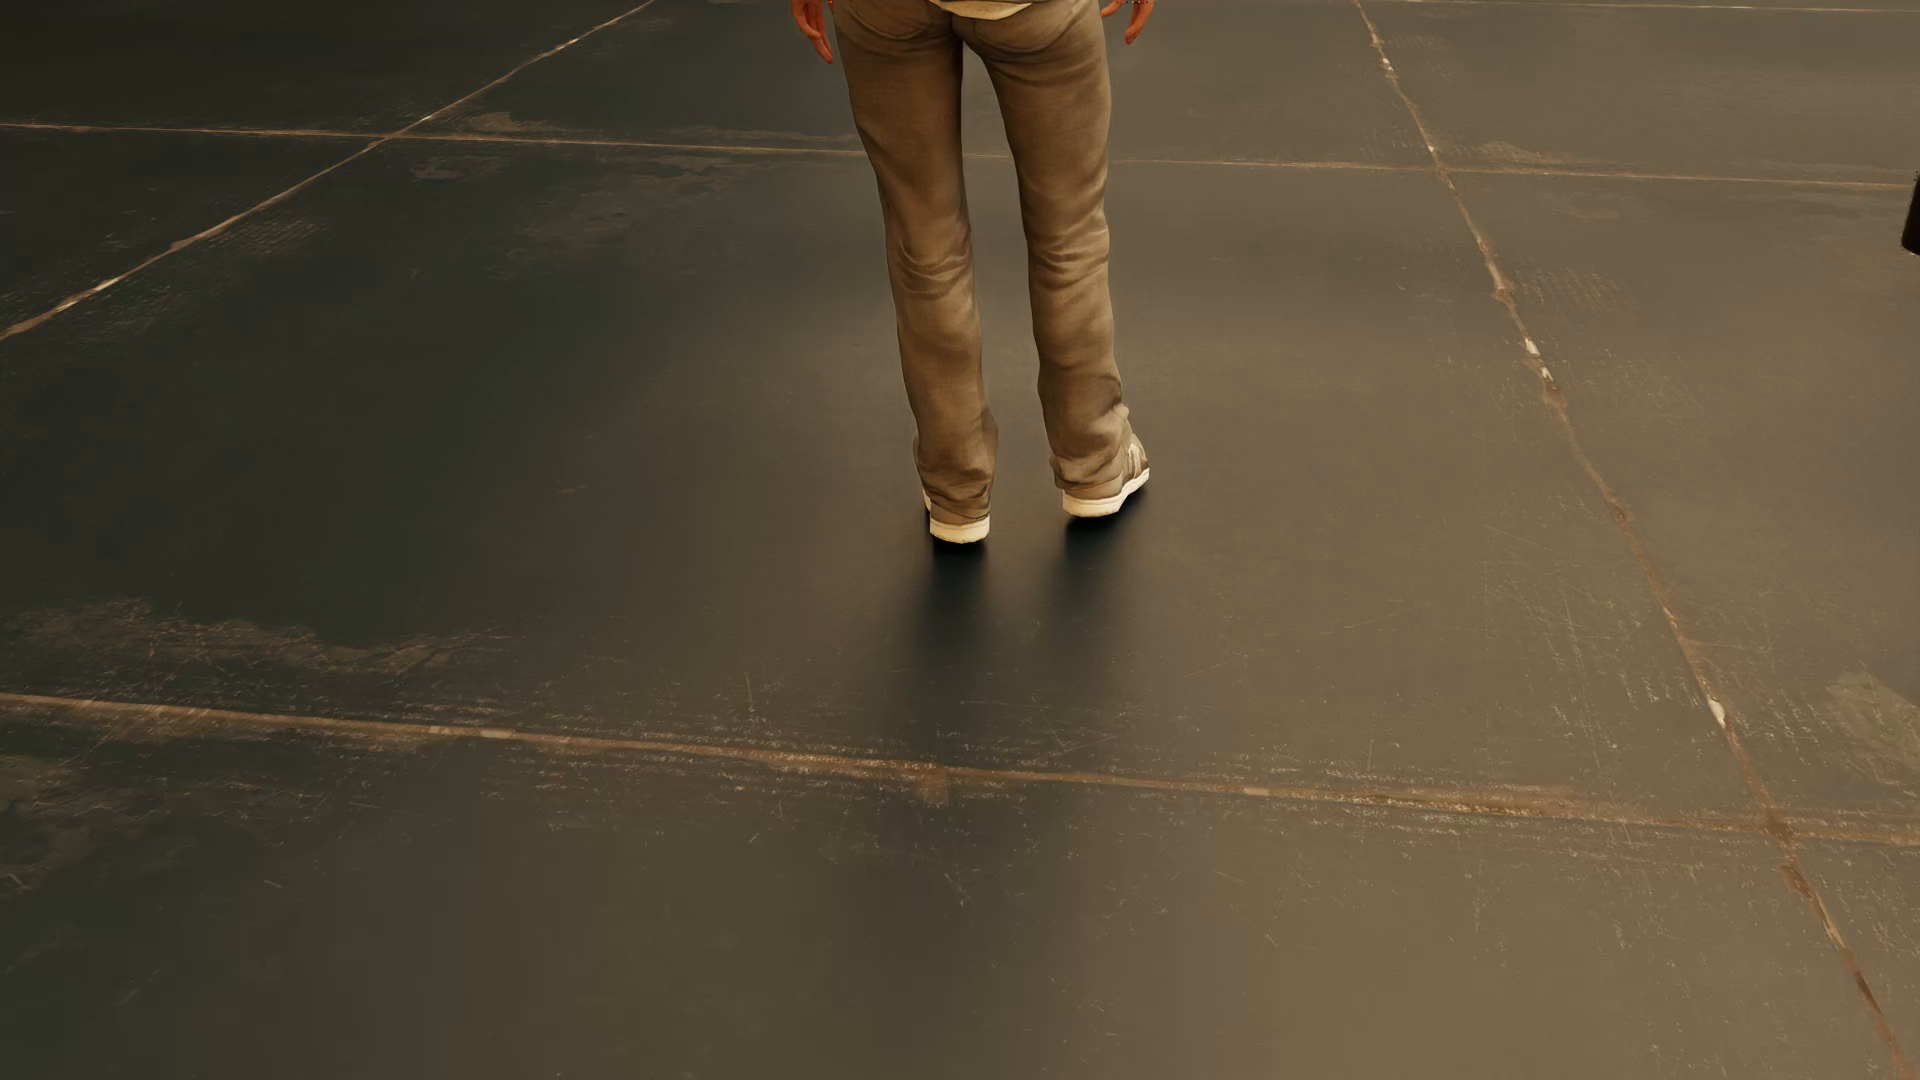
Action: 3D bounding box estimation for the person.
[{"bbox_3d":[0.024,-0.754,2.205,0.520,1.599,0.473,3,27,7],"label":"person"}]

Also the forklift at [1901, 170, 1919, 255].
[{"bbox_3d":[3.612,-1.948,3.122,3.031,2.935,1.130,-11,28,-21],"label":"forklift"}]
